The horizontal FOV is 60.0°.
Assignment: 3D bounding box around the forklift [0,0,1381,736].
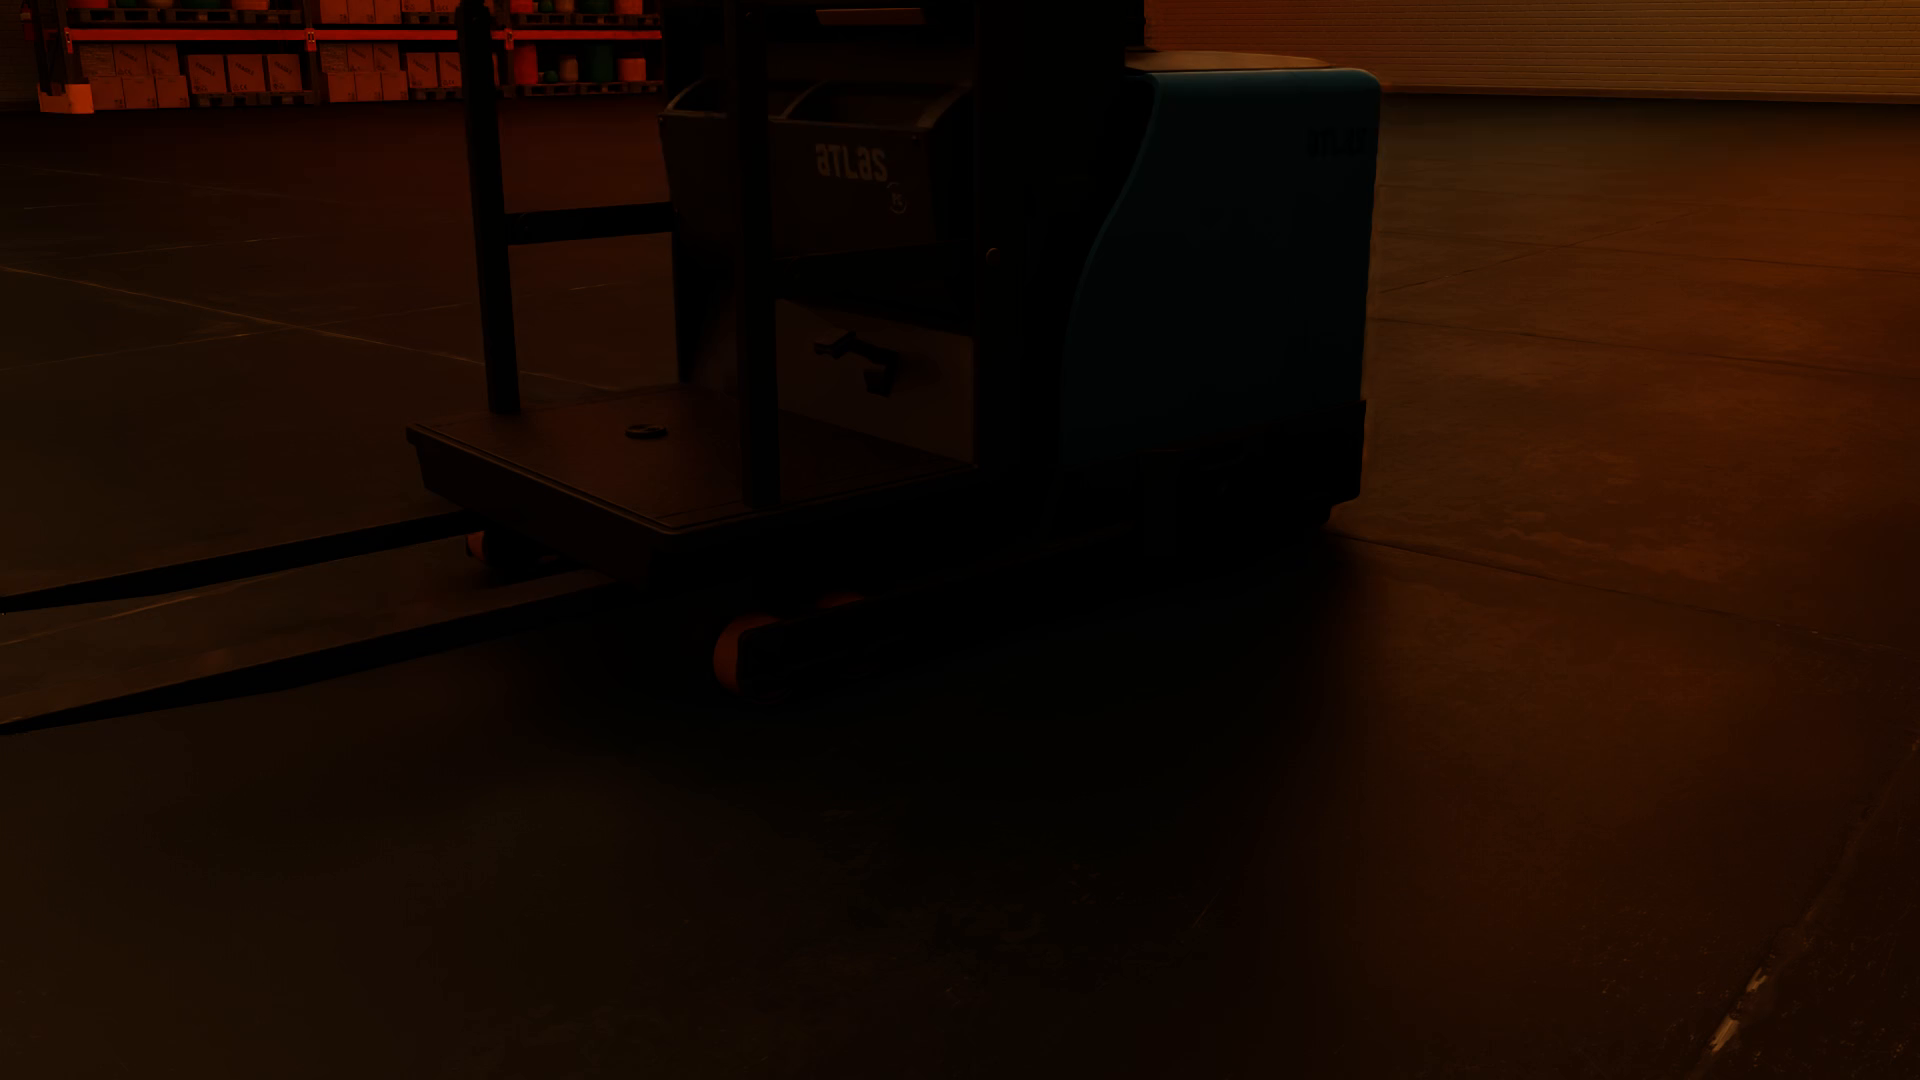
[{"bbox_3d":[-0.468,-1.278,3.105,3.031,2.935,1.130,-14,22,-39],"label":"forklift"}]
